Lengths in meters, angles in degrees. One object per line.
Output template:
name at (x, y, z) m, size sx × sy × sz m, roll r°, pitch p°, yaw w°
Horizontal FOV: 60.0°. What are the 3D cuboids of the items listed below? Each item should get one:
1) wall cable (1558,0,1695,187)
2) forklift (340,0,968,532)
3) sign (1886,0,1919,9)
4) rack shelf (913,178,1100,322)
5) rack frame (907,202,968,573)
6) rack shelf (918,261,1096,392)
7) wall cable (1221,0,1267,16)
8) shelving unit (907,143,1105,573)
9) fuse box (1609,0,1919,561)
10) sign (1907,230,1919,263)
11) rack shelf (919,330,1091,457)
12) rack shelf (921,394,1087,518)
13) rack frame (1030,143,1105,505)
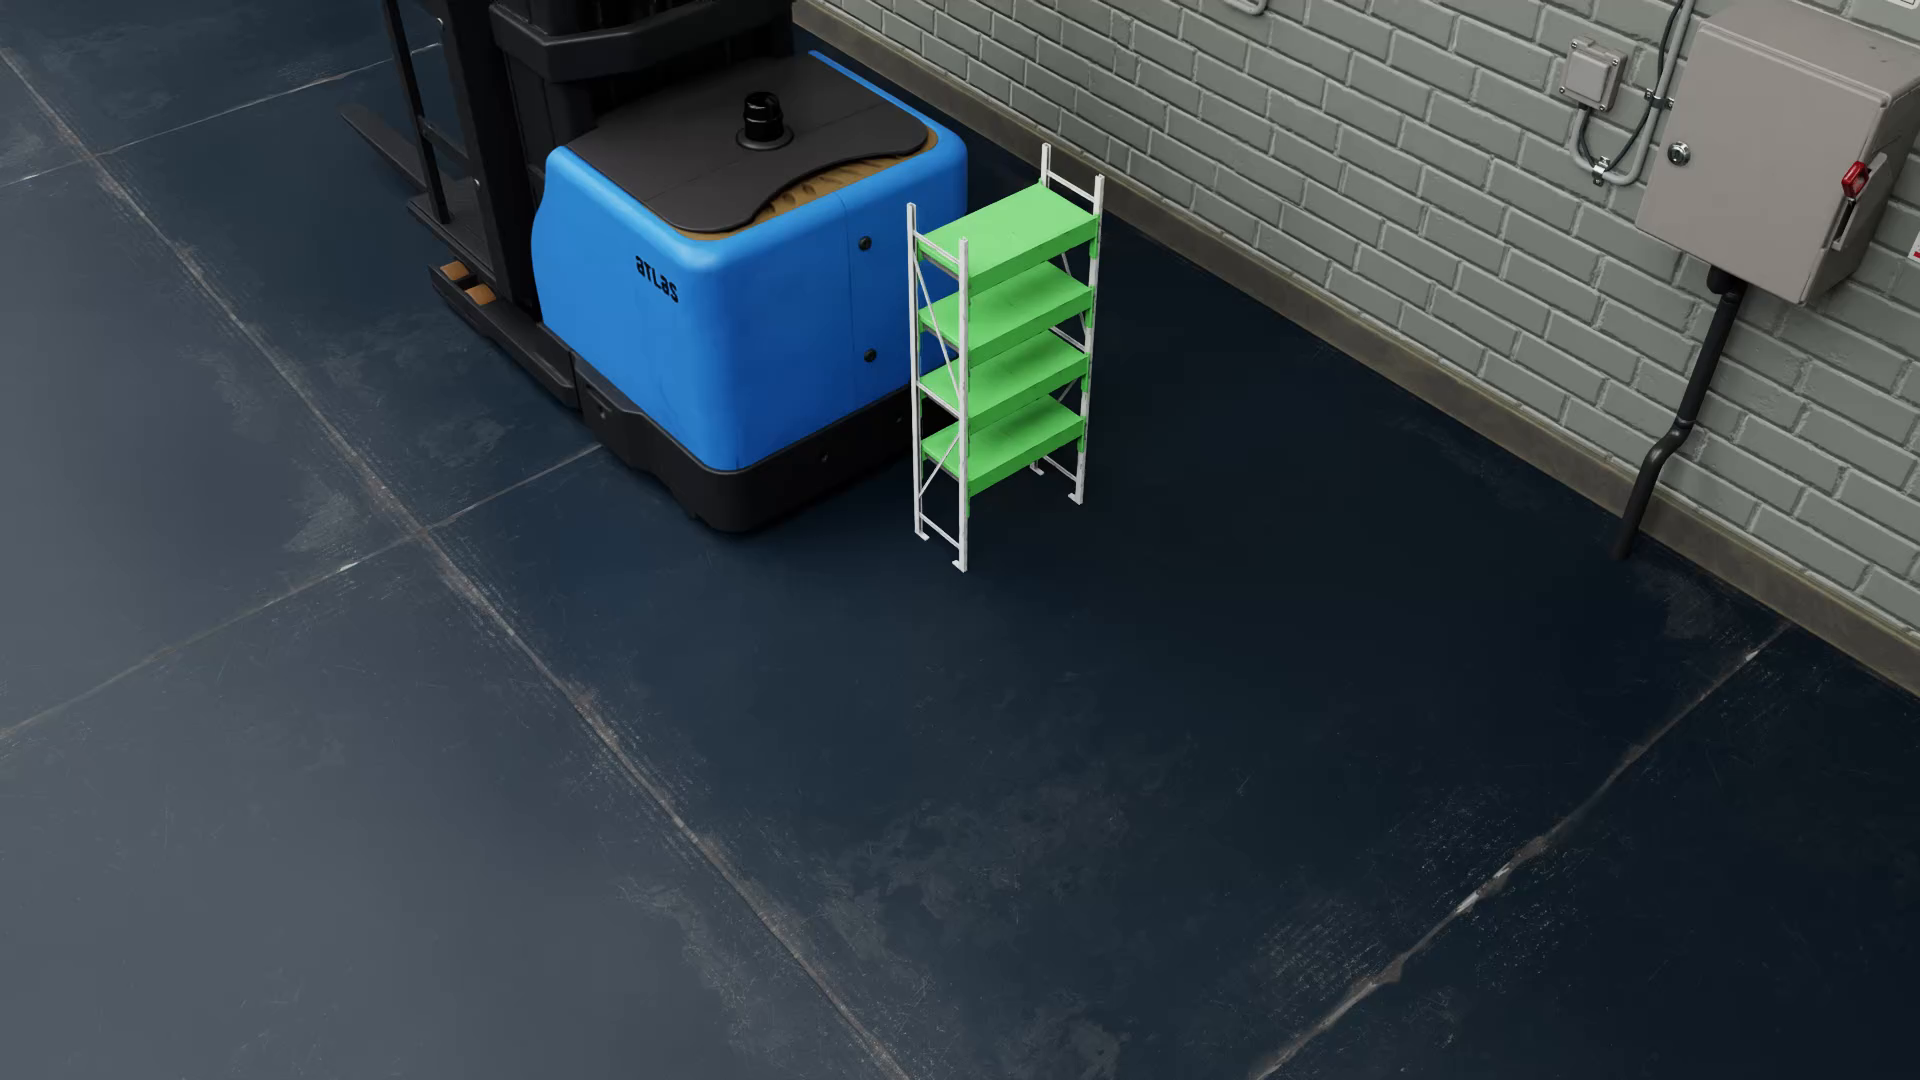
wall cable at (1.739, -1.819, 4.253) m, size 0.122 × 1.984 × 0.588 m, roll -30°, pitch 51°, yaw -28°
forklift at (-1.300, -2.031, 5.271) m, size 1.130 × 2.935 × 3.031 m, roll -30°, pitch 51°, yaw -28°
sign at (2.179, -1.442, 3.991) m, size 0.001 × 0.242 × 0.339 m, roll -30°, pitch 51°, yaw -28°
rack shelf at (0.127, -0.813, 4.632) m, size 0.480 × 0.148 × 0.258 m, roll -30°, pitch 51°, yaw -28°
rack frame at (-0.060, -0.403, 4.803) m, size 0.015 × 1.200 × 0.240 m, roll -30°, pitch 51°, yaw -28°
rack shelf at (0.127, -0.638, 4.796) m, size 0.480 × 0.148 × 0.258 m, roll -30°, pitch 51°, yaw -28°
wall cable at (0.820, -2.570, 5.030) m, size 0.123 × 1.953 × 0.585 m, roll -30°, pitch 51°, yaw -28°
shelving unit at (0.127, -0.510, 4.917) m, size 0.503 × 1.200 × 0.258 m, roll -30°, pitch 51°, yaw -28°
fuse box at (2.056, -0.551, 4.587) m, size 0.414 × 1.711 × 0.539 m, roll -30°, pitch 51°, yaw -28°
sign at (2.532, -0.818, 3.999) m, size 0.001 × 0.494 × 0.329 m, roll -30°, pitch 51°, yaw -28°
rack shelf at (0.127, -0.464, 4.960) m, size 0.480 × 0.148 × 0.258 m, roll -30°, pitch 51°, yaw -28°
rack shelf at (0.127, -0.289, 5.125) m, size 0.480 × 0.148 × 0.258 m, roll -30°, pitch 51°, yaw -28°
rack frame at (0.314, -0.617, 5.031) m, size 0.015 × 1.200 × 0.240 m, roll -30°, pitch 51°, yaw -28°
